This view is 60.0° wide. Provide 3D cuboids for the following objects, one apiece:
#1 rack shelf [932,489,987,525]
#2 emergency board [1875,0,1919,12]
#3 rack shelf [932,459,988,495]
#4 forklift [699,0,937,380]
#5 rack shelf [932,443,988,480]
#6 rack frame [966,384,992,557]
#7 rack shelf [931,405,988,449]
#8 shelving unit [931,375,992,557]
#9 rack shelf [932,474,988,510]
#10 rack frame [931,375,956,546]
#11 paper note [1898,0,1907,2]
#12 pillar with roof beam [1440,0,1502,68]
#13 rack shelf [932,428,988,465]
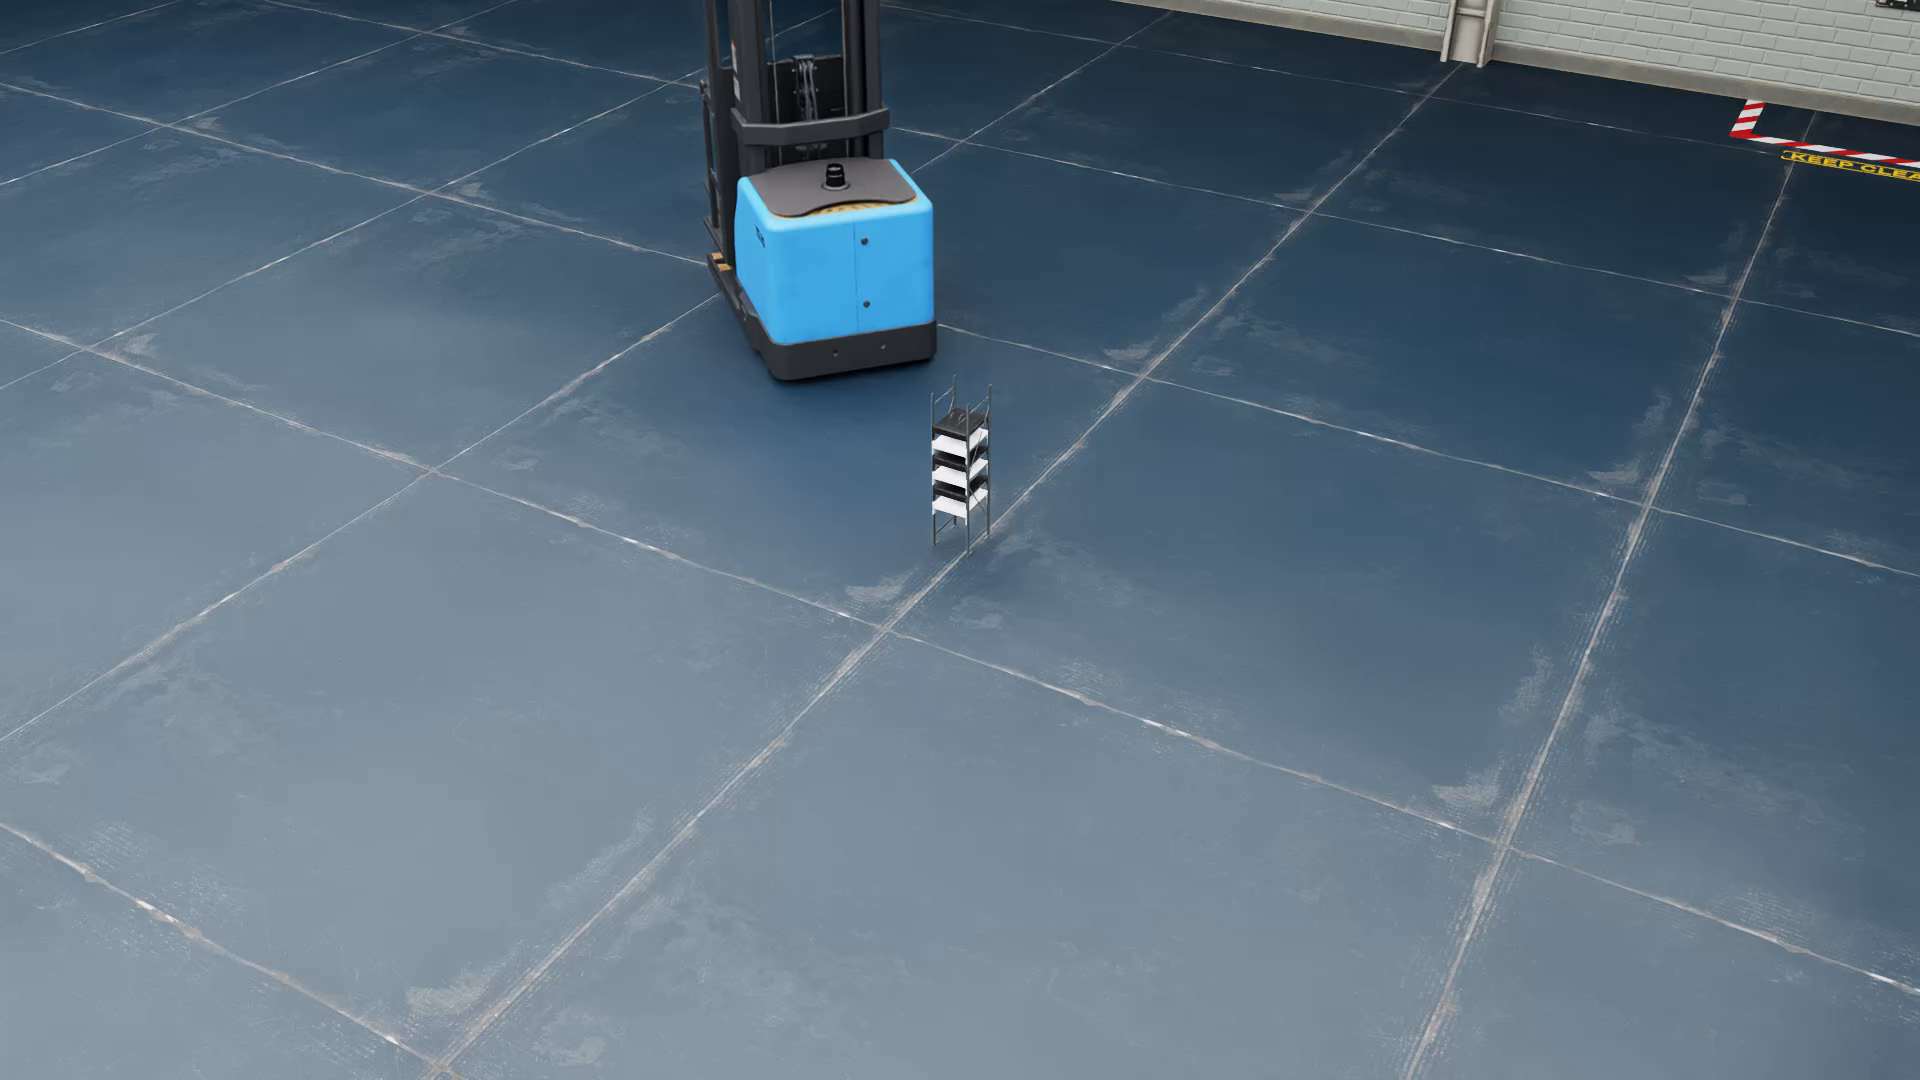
[{"bbox_3d":[0.007,-0.195,8.615,0.200,0.077,0.258,18,37,24],"label":"rack shelf"},{"bbox_3d":[7.784,-4.771,13.209,0.626,1.169,0.157,18,37,24],"label":"emergency board"},{"bbox_3d":[0.007,-0.345,8.516,0.200,0.077,0.258,18,37,24],"label":"rack shelf"},{"bbox_3d":[-1.106,-3.000,10.611,1.130,2.935,3.031,-11,35,-16],"label":"forklift"},{"bbox_3d":[0.007,-0.419,8.466,0.200,0.077,0.258,18,37,24],"label":"rack shelf"},{"bbox_3d":[0.095,-0.344,8.455,0.006,0.900,0.240,18,37,24],"label":"rack frame"},{"bbox_3d":[0.007,-0.569,8.366,0.200,0.077,0.258,18,37,24],"label":"rack shelf"},{"bbox_3d":[0.007,-0.372,8.497,0.210,0.900,0.258,18,37,24],"label":"shelving unit"},{"bbox_3d":[0.007,-0.270,8.566,0.200,0.077,0.258,18,37,24],"label":"rack shelf"},{"bbox_3d":[-0.081,-0.400,8.539,0.006,0.900,0.240,18,37,24],"label":"rack frame"},{"bbox_3d":[7.663,-4.475,13.559,0.142,0.148,0.016,18,37,24],"label":"paper note"},{"bbox_3d":[2.563,-6.138,9.848,0.400,9.000,9.100,18,37,24],"label":"pillar with roof beam"},{"bbox_3d":[0.007,-0.494,8.416,0.200,0.077,0.258,18,37,24],"label":"rack shelf"}]
